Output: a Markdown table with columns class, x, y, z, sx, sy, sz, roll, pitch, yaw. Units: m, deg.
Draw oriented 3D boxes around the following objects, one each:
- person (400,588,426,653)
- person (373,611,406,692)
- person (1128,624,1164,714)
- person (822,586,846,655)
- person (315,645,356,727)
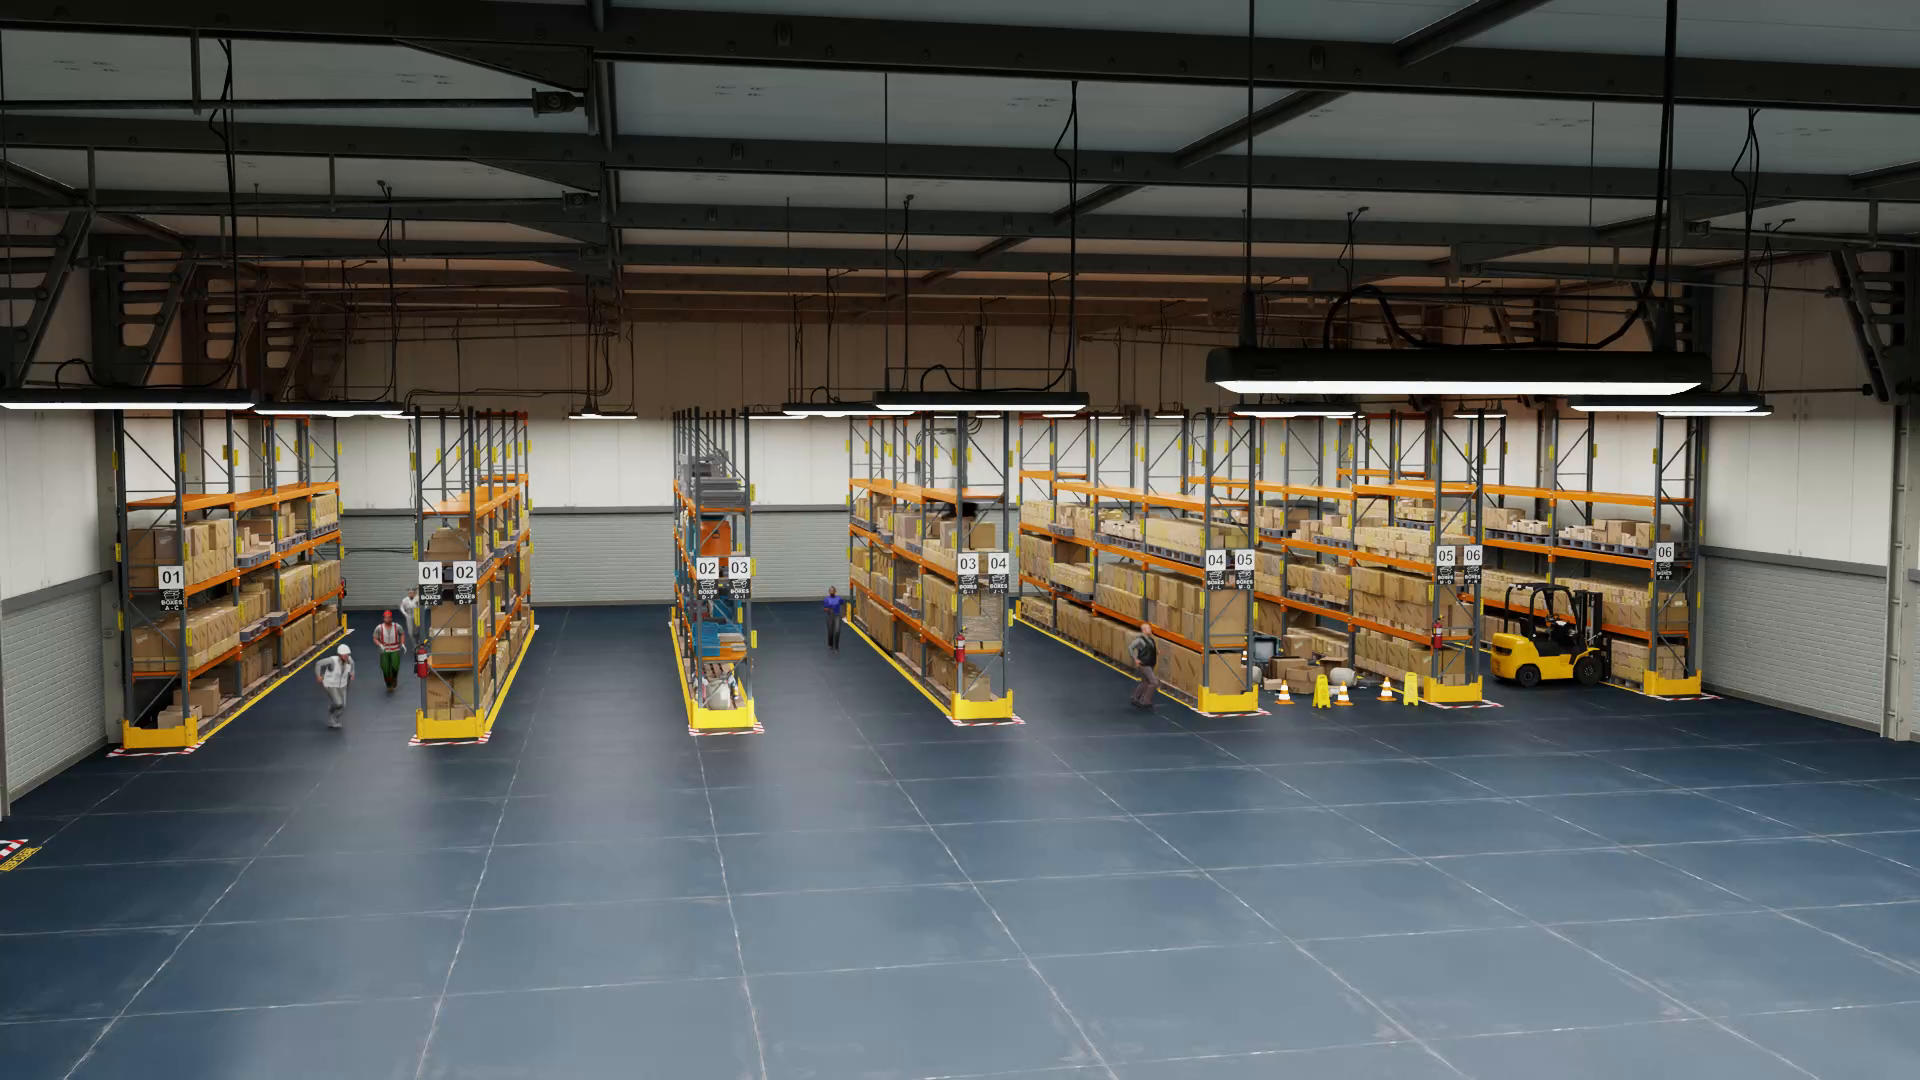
| class | x | y | z | sx | sy | sz | roll | pitch | yaw |
| --- | --- | --- | --- | --- | --- | --- | --- | --- | --- |
| person | -13.633 | 1.984 | 41.476 | 0.600 | 1.640 | 0.709 | -1 | 4 | -8 |
| person | -12.026 | 2.354 | 35.090 | 0.661 | 1.734 | 0.642 | -2 | 4 | -21 |
| person | 3.677 | 2.535 | 32.820 | 0.755 | 1.774 | 0.629 | 2 | 5 | 31 |
| person | -3.121 | 2.000 | 41.199 | 0.581 | 1.677 | 0.765 | 0 | 4 | -5 |
| person | -11.608 | 2.724 | 30.938 | 0.868 | 1.599 | 0.684 | 4 | 5 | 42 |
